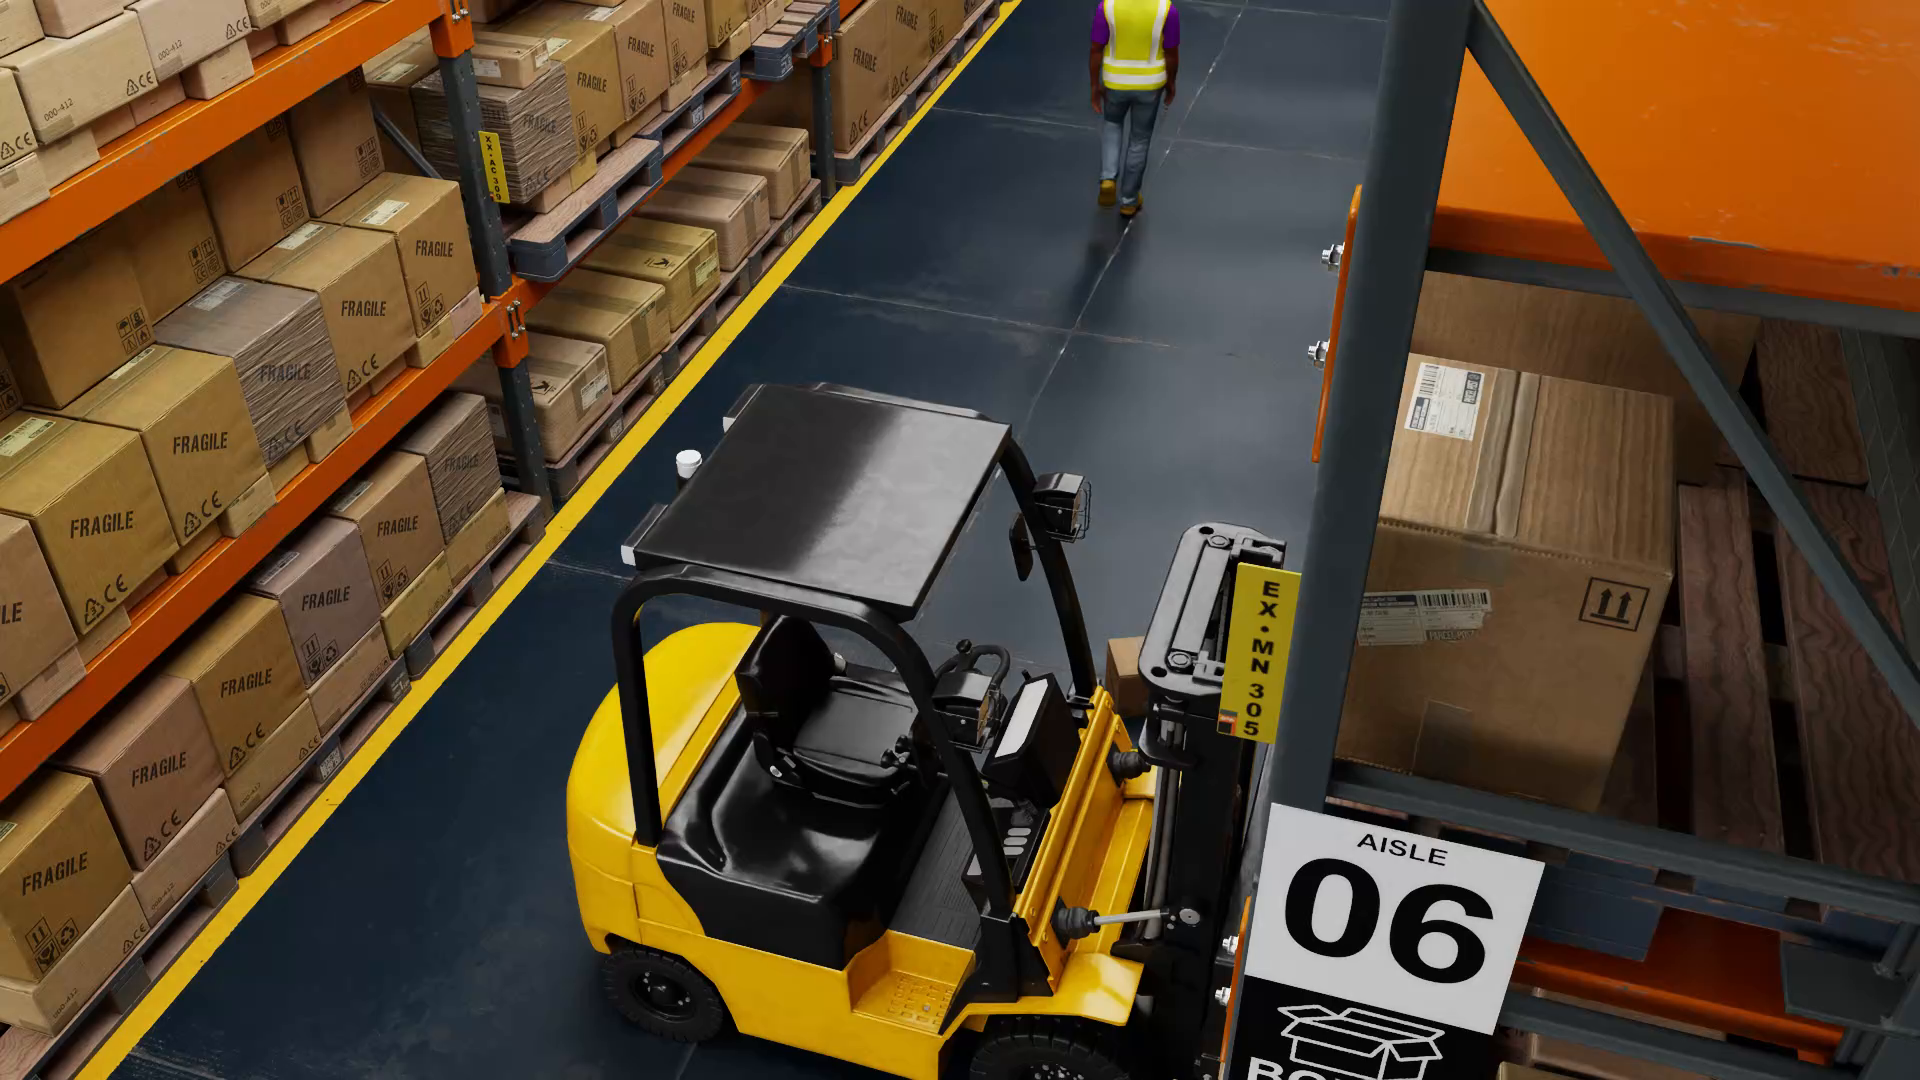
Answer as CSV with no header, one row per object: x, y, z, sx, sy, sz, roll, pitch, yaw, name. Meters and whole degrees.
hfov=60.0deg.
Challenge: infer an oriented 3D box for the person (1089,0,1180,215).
1.136,-2.988,10.834,0.563,1.767,0.456,9,38,12,person
